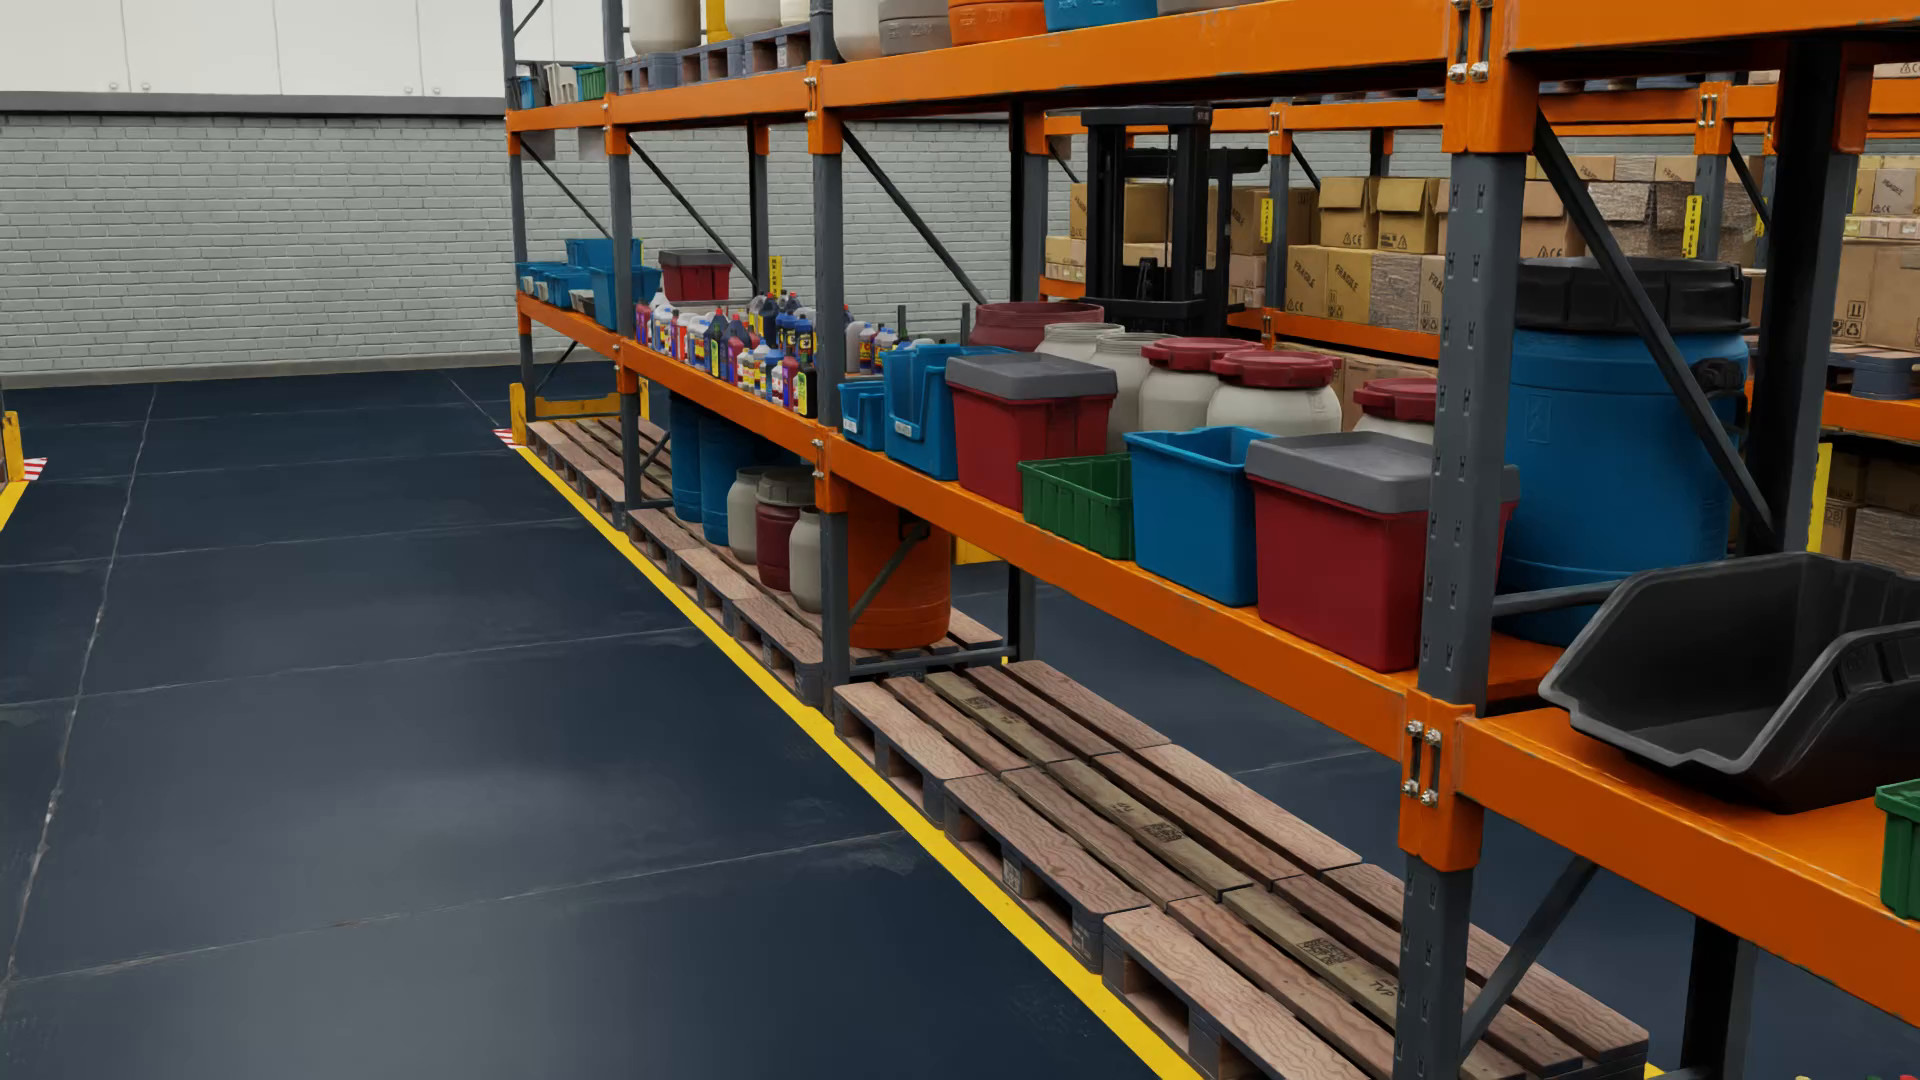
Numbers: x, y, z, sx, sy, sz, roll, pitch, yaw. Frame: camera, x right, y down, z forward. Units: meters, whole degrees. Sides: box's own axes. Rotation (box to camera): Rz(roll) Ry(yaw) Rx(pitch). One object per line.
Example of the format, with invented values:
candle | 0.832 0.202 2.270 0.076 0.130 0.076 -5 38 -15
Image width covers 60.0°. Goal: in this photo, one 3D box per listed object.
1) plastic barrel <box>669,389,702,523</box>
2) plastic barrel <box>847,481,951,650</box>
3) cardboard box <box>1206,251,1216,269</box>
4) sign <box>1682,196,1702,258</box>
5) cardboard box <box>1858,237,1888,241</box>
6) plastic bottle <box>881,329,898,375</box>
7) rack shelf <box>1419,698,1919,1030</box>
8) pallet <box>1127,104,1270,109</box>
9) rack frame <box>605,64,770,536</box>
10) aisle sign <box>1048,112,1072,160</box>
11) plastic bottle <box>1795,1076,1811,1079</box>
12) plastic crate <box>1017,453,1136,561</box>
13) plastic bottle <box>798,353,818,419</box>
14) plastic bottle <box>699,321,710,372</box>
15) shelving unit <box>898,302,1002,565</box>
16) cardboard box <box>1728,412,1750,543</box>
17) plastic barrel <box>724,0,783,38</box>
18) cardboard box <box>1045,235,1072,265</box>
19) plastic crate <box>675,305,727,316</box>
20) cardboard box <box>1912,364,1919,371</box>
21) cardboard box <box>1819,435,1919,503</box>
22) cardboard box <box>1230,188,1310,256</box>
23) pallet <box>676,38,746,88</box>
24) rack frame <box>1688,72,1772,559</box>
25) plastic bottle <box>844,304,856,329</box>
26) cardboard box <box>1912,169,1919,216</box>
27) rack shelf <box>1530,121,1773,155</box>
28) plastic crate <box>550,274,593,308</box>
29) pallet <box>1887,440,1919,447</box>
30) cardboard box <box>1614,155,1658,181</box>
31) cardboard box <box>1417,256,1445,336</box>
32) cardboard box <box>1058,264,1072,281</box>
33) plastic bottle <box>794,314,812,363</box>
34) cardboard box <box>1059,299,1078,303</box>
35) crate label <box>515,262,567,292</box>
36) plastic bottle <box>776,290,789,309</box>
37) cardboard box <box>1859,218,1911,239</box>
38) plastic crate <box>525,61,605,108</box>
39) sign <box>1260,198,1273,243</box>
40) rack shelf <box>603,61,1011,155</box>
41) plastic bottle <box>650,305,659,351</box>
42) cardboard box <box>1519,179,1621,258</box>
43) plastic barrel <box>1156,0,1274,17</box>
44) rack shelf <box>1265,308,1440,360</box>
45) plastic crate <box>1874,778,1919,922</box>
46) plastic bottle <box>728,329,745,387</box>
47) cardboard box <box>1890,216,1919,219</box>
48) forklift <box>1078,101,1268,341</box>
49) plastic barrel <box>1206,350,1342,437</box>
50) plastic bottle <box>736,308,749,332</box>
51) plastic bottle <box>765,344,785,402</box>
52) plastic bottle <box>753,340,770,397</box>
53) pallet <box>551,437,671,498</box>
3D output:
plastic barrel | -1.532 -0.602 10.543 0.600 0.901 0.708 -6 14 -23
plastic barrel | -0.343 0.045 7.903 0.600 0.830 0.708 -6 14 -23
cardboard box | 2.177 -2.228 13.515 0.500 0.250 0.500 -5 14 -21
sign | 3.899 -1.668 8.858 0.100 0.325 0.005 -6 14 -23
cardboard box | 7.440 -2.352 13.348 0.380 0.149 0.250 -6 14 -25
plastic bottle | -0.362 -0.961 8.654 0.097 0.271 0.097 0 13 0
rack shelf | 2.272 0.882 2.000 1.077 0.370 4.000 -6 14 -23
pallet | 2.001 -3.821 14.272 1.003 0.211 1.213 -6 14 -23
rack frame | -1.734 -1.534 10.846 1.000 3.000 0.127 -6 14 -23
aisle sign | 0.898 -4.062 16.003 0.394 0.787 0.004 -6 14 -23
plastic bottle | 1.901 1.315 3.768 0.097 0.201 0.097 0 13 0
plastic crate | 0.514 -0.112 5.173 0.450 0.188 0.662 -6 14 -23
plastic bottle | -0.685 -0.696 7.483 0.061 0.283 0.133 -6 14 -23
plastic bottle | -1.374 -1.056 9.064 0.097 0.271 0.097 0 13 0
shelving unit | 0.031 -0.715 10.633 0.587 1.500 1.083 -6 14 -23
cardboard box | 4.149 -0.469 10.024 1.225 0.875 0.875 -6 14 -26
plastic barrel | -0.980 -2.793 8.398 0.433 0.535 0.433 0 13 0
cardboard box | 1.147 -2.756 15.799 0.500 0.250 0.500 -6 14 -24
plastic crate | -1.790 -1.544 11.340 0.396 0.136 0.243 -6 14 -23
cardboard box | 7.859 -1.369 13.080 0.500 0.250 0.500 -5 14 -21
cardboard box | 4.702 -0.381 8.769 0.500 0.250 0.500 -5 14 -21
cardboard box | 2.375 -2.489 12.984 0.500 0.500 0.500 -5 14 -21
pallet | -0.874 -2.516 8.856 1.003 0.211 1.213 -6 14 -23
rack frame | 4.406 -1.155 9.208 1.000 3.000 0.127 -6 14 -23
plastic bottle | -0.625 -1.122 9.175 0.144 0.351 0.185 -6 14 -23
cardboard box | 10.841 -3.799 18.193 0.500 0.500 0.500 -6 14 -23
rack shelf | 6.588 -3.933 16.152 1.077 0.370 4.000 -6 14 -23
plastic crate | -2.892 -1.893 12.636 0.416 0.233 0.300 -6 14 -23
pallet | 8.195 -0.637 13.154 1.003 0.211 1.213 -6 14 -23
cardboard box | 6.549 -3.375 15.703 0.500 0.500 0.500 -5 14 -21
cardboard box | 3.373 -1.599 10.905 0.500 0.500 0.500 -5 14 -22
cardboard box | 1.146 -2.529 15.704 0.380 0.149 0.250 -6 14 -24
plastic bottle | -0.892 -1.149 9.466 0.097 0.271 0.097 0 13 0
cardboard box | 1.531 -1.852 16.002 0.875 0.875 0.875 -6 14 -23
crate label | -3.539 -2.227 14.080 0.416 0.233 0.303 -6 14 -23
plastic bottle | -1.066 -1.350 10.159 0.144 0.351 0.185 -6 14 -23
cardboard box | 7.441 -2.496 13.307 0.380 0.149 0.250 -6 14 -24
plastic crate | -2.976 -3.451 12.614 0.504 0.338 0.767 -6 14 -23
sign | 2.296 -2.391 12.454 0.100 0.325 0.005 -6 14 -23
rack shelf | -0.933 -2.232 8.803 1.077 0.370 4.000 -6 14 -23
plastic bottle | -1.823 -1.287 10.065 0.097 0.271 0.097 0 13 0
cardboard box | 3.870 -1.980 10.326 0.797 0.503 0.637 -5 14 -22
plastic barrel | 0.806 -1.807 4.263 0.600 0.901 0.600 0 13 0
rack shelf | 3.605 -1.218 11.075 1.077 0.370 4.000 -6 14 -23
plastic crate | 1.756 0.528 2.406 0.450 0.188 0.662 -6 14 -23
plastic bottle | -1.143 -0.932 8.503 0.061 0.283 0.133 -6 14 -23
cardboard box | 7.939 -2.606 13.785 0.380 0.149 0.250 -6 14 -25
forklift | 1.689 -1.996 12.992 1.130 2.935 3.031 9 16 33
plastic barrel | 0.994 -0.317 5.284 0.433 0.535 0.433 0 13 0
plastic bottle | -1.387 -1.370 10.577 0.097 0.201 0.097 0 13 0
plastic bottle | -0.885 -0.803 7.974 0.097 0.271 0.097 0 13 0
plastic bottle | -0.963 -0.844 8.148 0.097 0.271 0.097 0 13 0
pallet | -2.557 -0.576 12.892 1.003 0.211 1.213 -6 14 -23
